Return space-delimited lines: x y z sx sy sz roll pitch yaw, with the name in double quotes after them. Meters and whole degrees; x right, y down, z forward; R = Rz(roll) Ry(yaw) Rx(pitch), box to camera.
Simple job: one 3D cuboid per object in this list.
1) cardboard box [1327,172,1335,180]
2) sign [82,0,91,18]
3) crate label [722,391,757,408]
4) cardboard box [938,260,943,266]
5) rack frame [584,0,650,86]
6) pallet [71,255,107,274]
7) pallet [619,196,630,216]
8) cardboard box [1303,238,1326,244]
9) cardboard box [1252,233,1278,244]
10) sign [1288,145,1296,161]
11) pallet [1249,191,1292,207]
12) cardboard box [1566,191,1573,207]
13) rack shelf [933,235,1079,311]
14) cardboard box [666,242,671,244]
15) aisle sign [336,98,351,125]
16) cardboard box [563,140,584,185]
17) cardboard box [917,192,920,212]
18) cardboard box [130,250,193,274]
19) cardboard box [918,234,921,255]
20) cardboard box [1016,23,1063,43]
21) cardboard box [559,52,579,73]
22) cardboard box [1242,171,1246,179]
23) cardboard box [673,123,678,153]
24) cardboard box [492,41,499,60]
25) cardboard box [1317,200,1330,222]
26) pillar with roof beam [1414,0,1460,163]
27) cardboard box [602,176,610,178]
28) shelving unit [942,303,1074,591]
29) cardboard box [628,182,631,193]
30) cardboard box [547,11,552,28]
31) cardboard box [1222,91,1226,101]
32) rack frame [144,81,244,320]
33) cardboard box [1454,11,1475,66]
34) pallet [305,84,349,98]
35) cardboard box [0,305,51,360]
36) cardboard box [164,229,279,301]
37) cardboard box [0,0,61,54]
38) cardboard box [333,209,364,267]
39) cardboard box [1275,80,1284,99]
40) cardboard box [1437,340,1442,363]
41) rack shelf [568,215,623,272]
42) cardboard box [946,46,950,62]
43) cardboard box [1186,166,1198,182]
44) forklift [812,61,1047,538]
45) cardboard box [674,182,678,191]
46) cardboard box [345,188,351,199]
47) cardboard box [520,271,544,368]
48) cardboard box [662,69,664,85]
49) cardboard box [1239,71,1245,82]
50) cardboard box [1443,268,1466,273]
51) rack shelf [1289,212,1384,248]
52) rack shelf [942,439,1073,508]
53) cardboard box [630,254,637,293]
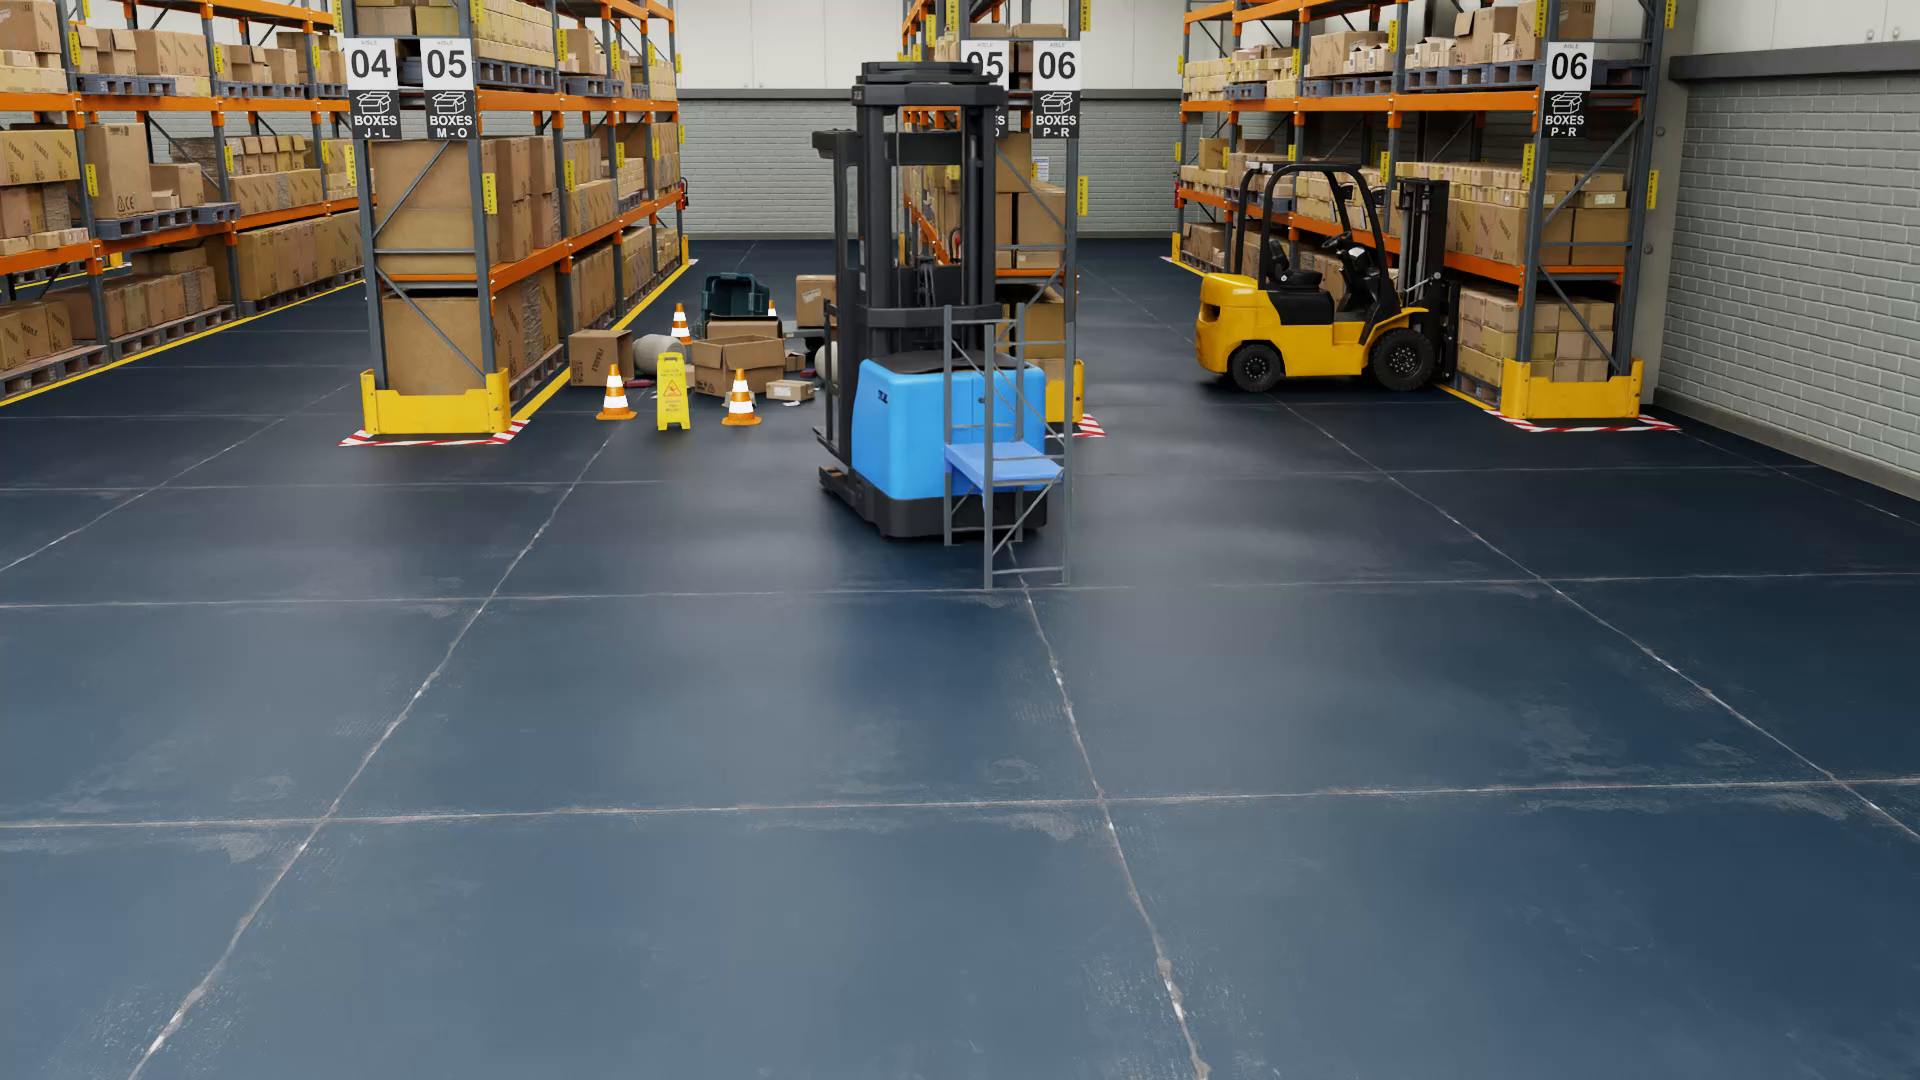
4.767 -4.526 20.595 0.380 0.149 0.250 -1 14 -2 "cardboard box"
-14.785 -9.012 28.142 0.100 0.325 0.005 -1 14 -3 "sign"
-2.019 -1.295 15.283 0.250 0.136 0.298 -9 17 -32 "crate label"
-0.040 -2.862 17.498 0.380 0.149 0.250 -1 14 -3 "cardboard box"
-5.185 -8.289 24.684 1.000 3.000 0.127 -1 14 -3 "rack frame"
-15.321 -4.695 28.349 1.003 0.211 1.213 -1 14 -3 "pallet"
-5.088 -4.472 22.271 1.213 0.211 1.003 -1 14 -3 "pallet"
5.156 -4.270 23.974 0.380 0.149 0.250 -1 14 -5 "cardboard box"
4.590 -4.515 24.925 0.380 0.149 0.250 -1 14 -4 "cardboard box"
4.410 -5.080 22.085 0.100 0.325 0.005 -1 14 -3 "sign"
4.826 -4.959 24.165 1.003 0.211 1.213 -1 14 -3 "pallet"
5.605 -3.090 15.013 0.380 0.149 0.250 -1 14 -3 "cardboard box"
0.368 -2.650 16.250 1.077 0.370 4.000 -1 14 -3 "rack shelf"
-5.039 -4.897 27.820 0.380 0.149 0.250 0 14 -1 "cardboard box"
-10.694 -7.599 28.826 0.394 0.787 0.004 -1 14 -3 "aisle sign"
-4.821 -4.429 19.515 0.700 0.500 0.500 -1 14 -4 "cardboard box"
-0.341 -4.667 22.945 0.500 0.250 0.500 -1 14 -2 "cardboard box"
-9.780 -3.405 20.370 0.500 0.250 0.500 1 14 3 "cardboard box"
-0.239 -4.828 27.572 0.875 0.438 0.875 -1 14 -5 "cardboard box"
0.674 -4.310 14.141 0.380 0.149 0.250 -1 14 -4 "cardboard box"
-4.594 -5.502 19.098 0.396 0.266 0.258 -1 14 -3 "cardboard box"
4.406 -5.350 24.726 0.396 0.266 0.258 0 14 -1 "cardboard box"
-5.157 -6.945 28.696 0.500 0.500 0.500 -1 14 -5 "cardboard box"
-4.175 -4.198 14.264 0.380 0.149 0.250 -1 14 -3 "cardboard box"
4.799 -4.128 20.852 0.500 0.250 0.500 -1 14 -5 "cardboard box"
1.634 -7.097 20.049 9.100 9.000 0.400 -1 14 -3 "pillar with roof beam"
-4.767 -4.738 21.986 0.380 0.149 0.250 0 14 -1 "cardboard box"
0.265 -0.577 9.759 0.538 1.500 1.048 -3 15 -13 "shelving unit"
-4.863 -4.980 23.522 0.380 0.149 0.250 -1 14 -5 "cardboard box"
-4.349 -5.277 16.858 0.380 0.149 0.250 -1 14 -4 "cardboard box"
4.374 -7.040 26.352 0.380 0.149 0.250 -1 14 -4 "cardboard box"
-9.894 -4.338 21.365 1.000 3.000 0.127 -1 14 -3 "rack frame"
5.214 -4.842 16.054 0.797 0.503 0.637 0 14 -2 "cardboard box"
-10.255 -7.248 26.837 1.003 0.211 1.213 -1 14 -3 "pallet"
-9.618 -2.093 16.816 0.500 0.500 0.500 4 15 14 "cardboard box"
-9.916 -3.684 22.246 1.225 0.875 0.875 -2 15 -6 "cardboard box"
-9.364 -5.122 16.593 0.500 0.500 0.500 -1 14 -5 "cardboard box"
-10.159 -4.896 26.957 0.875 0.875 0.875 -1 14 -3 "cardboard box"
4.645 -6.197 22.873 0.500 0.250 0.500 -1 14 -3 "cardboard box"
5.004 -1.939 16.720 0.500 0.250 0.500 0 14 -2 "cardboard box"
-4.814 -3.543 19.721 1.077 0.370 4.000 -1 14 -3 "rack shelf"
0.125 -4.402 15.301 0.500 0.250 0.500 0 14 -2 "cardboard box"
4.246 -6.387 29.034 0.500 0.250 0.500 -1 14 -3 "cardboard box"
-0.376 -1.757 11.473 1.130 2.935 3.031 -5 15 -17 "forklift"
-5.131 -6.180 29.031 0.380 0.149 0.250 -1 14 -3 "cardboard box"
-9.880 -5.486 26.331 0.380 0.149 0.250 -1 14 -5 "cardboard box"
-4.661 -2.187 16.428 0.875 0.875 0.875 -1 14 -3 "cardboard box"
-5.069 -7.510 26.972 0.500 0.250 0.500 -2 15 -6 "cardboard box"
4.350 -6.875 24.667 0.380 0.149 0.250 -1 14 -3 "cardboard box"
5.422 -2.810 18.096 0.500 0.250 0.500 -1 14 -2 "cardboard box"
5.075 -3.722 20.418 1.077 0.370 4.000 -1 14 -3 "rack shelf"
0.265 -0.403 9.803 0.538 0.185 1.000 -3 15 -13 "rack shelf"
-4.761 -3.687 23.009 0.500 0.500 0.500 -1 14 -3 "cardboard box"
